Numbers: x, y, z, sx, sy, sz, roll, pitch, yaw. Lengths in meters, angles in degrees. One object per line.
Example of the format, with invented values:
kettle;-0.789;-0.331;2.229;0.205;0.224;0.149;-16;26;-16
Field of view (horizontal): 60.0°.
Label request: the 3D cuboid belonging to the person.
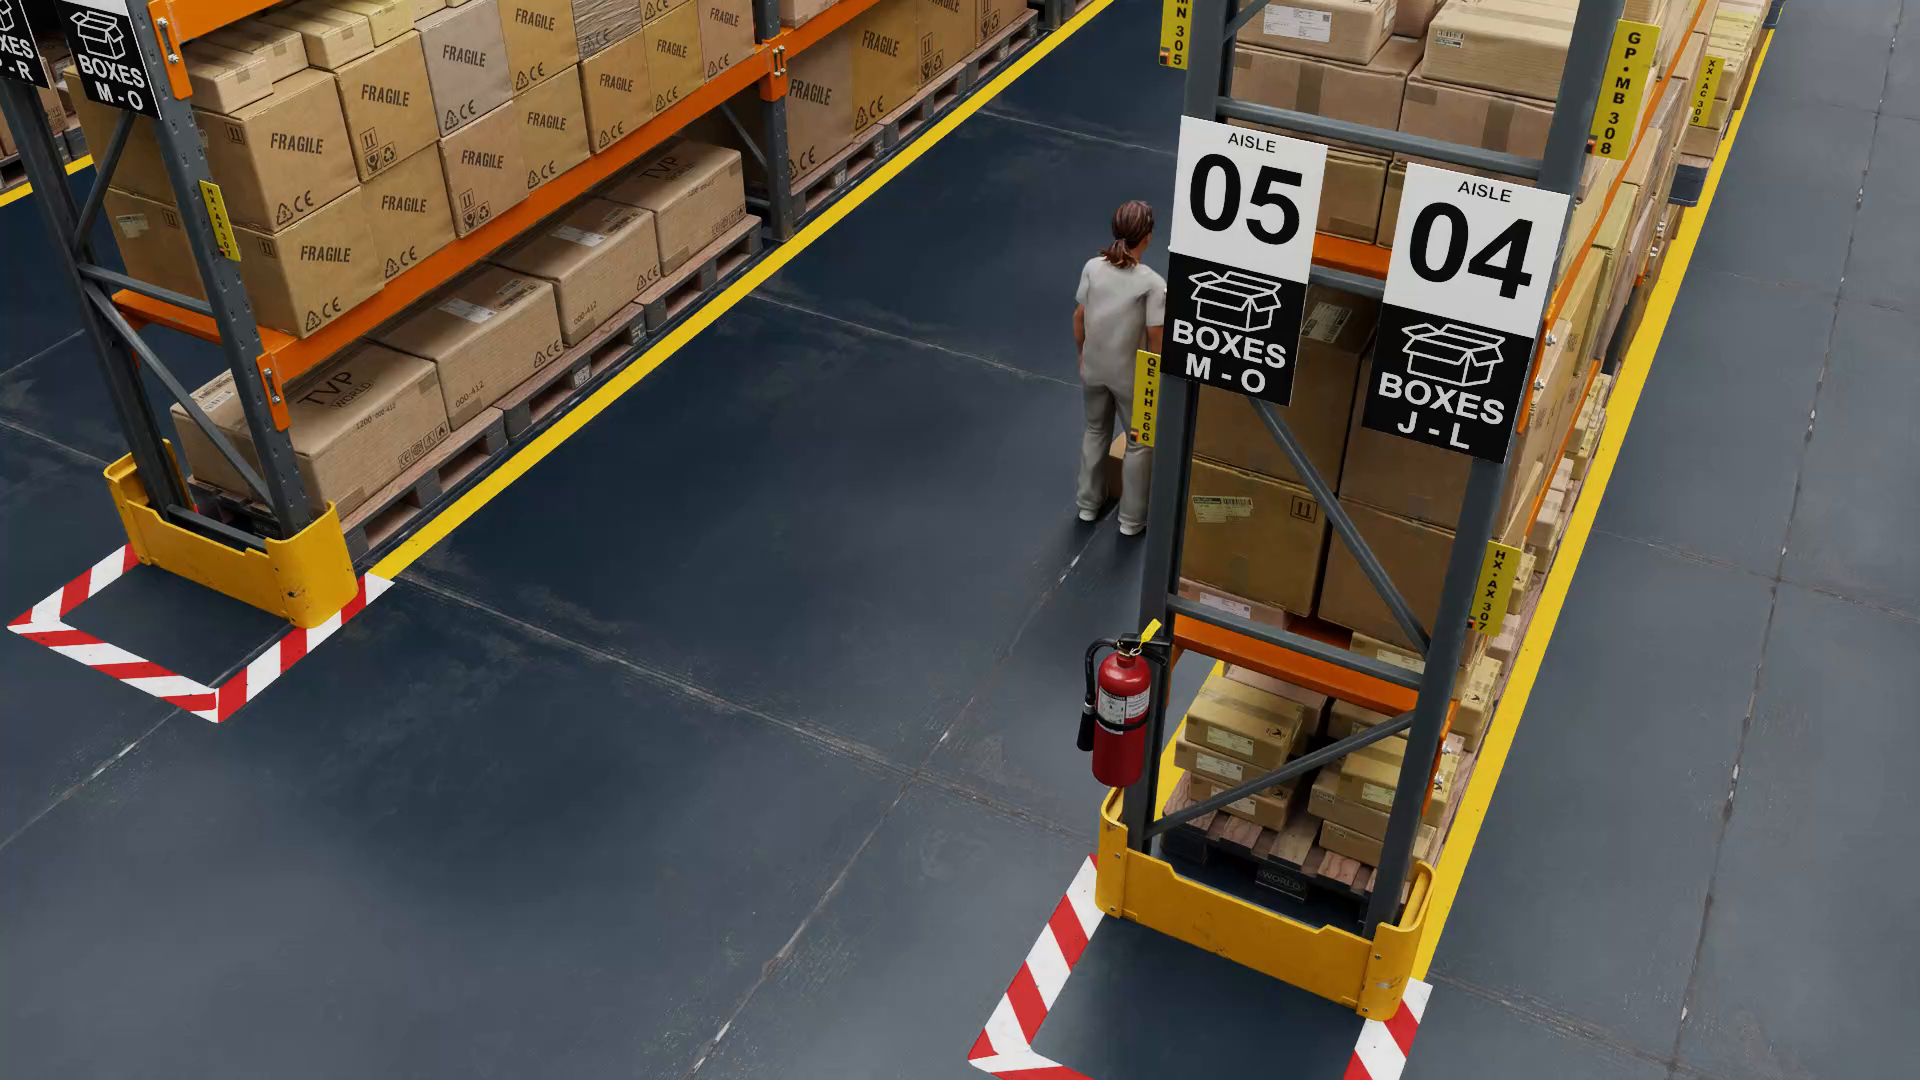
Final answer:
person;0.752;-0.787;7.753;0.484;1.672;0.360;22;43;26
